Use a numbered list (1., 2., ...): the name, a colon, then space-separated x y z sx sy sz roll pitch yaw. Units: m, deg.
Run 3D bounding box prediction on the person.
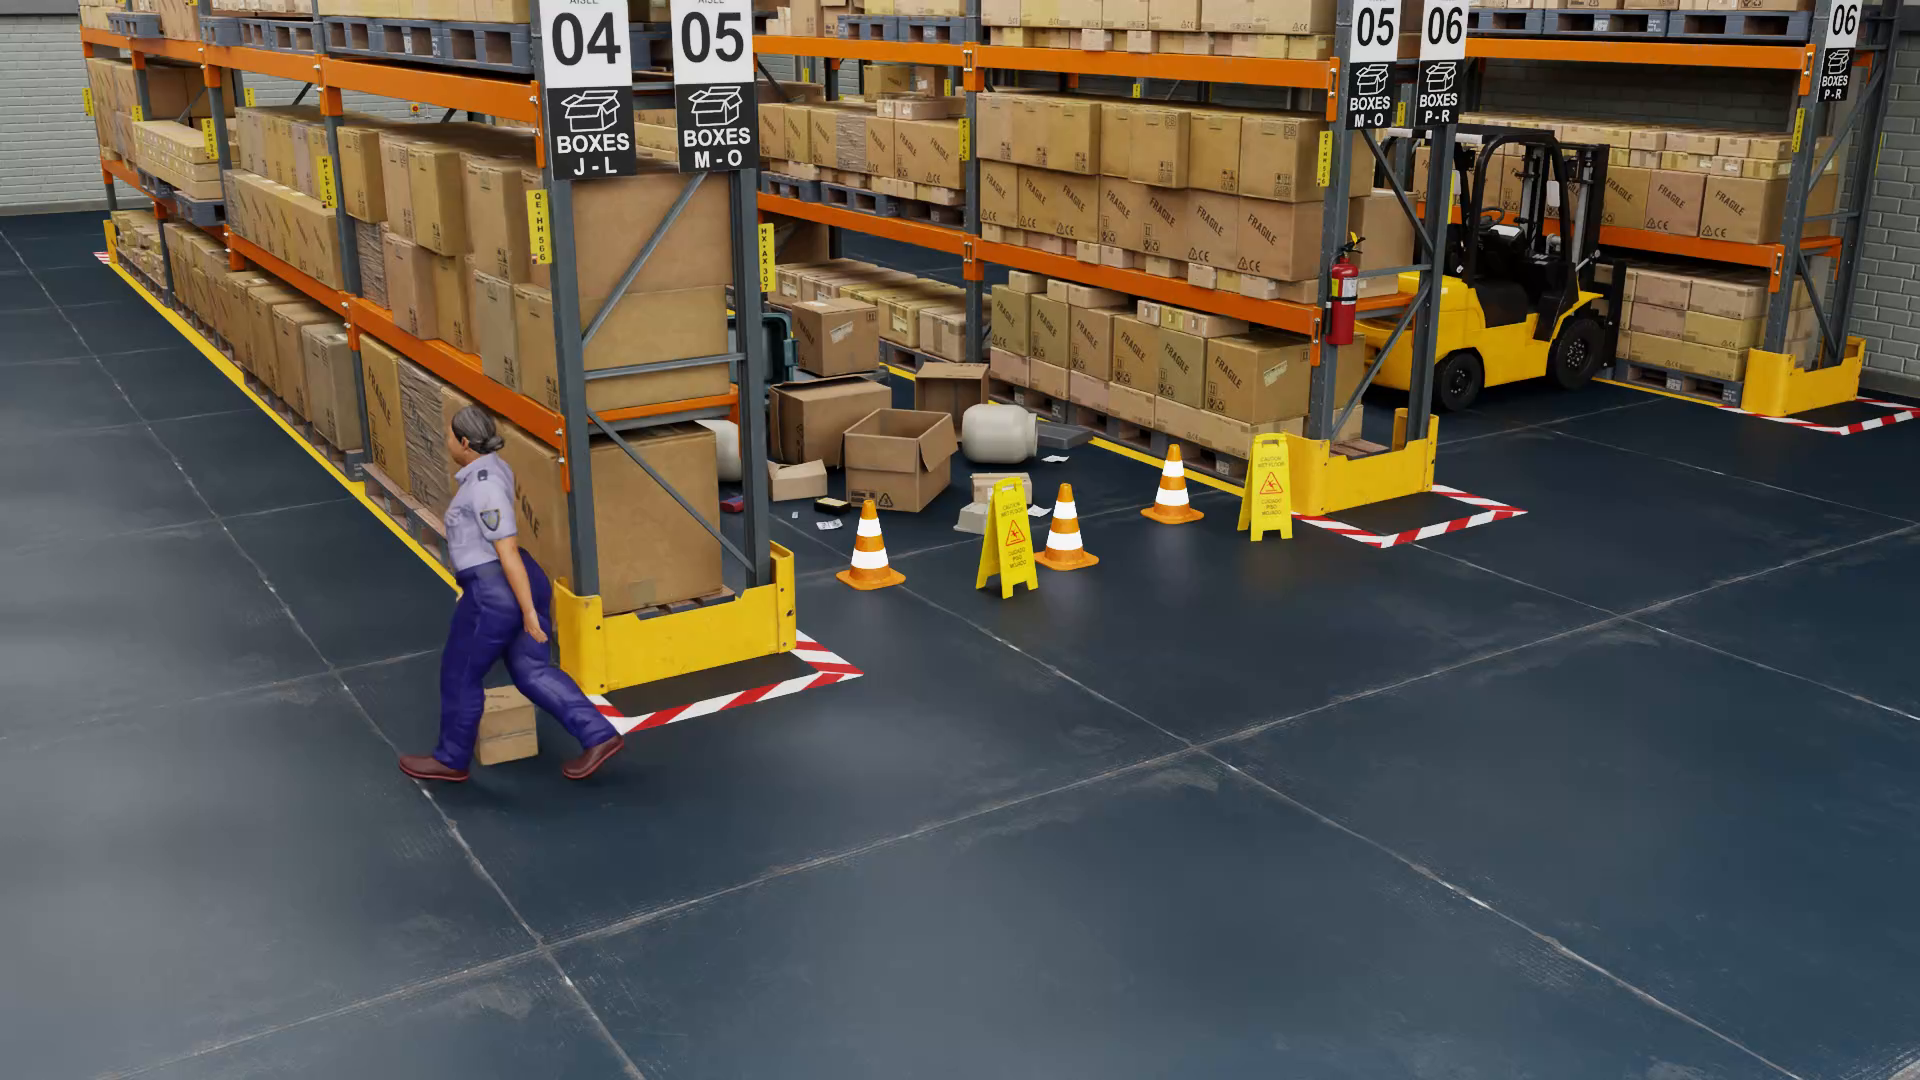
1. person: -1.907 0.223 6.923 0.948 1.594 0.515 0 18 -2
